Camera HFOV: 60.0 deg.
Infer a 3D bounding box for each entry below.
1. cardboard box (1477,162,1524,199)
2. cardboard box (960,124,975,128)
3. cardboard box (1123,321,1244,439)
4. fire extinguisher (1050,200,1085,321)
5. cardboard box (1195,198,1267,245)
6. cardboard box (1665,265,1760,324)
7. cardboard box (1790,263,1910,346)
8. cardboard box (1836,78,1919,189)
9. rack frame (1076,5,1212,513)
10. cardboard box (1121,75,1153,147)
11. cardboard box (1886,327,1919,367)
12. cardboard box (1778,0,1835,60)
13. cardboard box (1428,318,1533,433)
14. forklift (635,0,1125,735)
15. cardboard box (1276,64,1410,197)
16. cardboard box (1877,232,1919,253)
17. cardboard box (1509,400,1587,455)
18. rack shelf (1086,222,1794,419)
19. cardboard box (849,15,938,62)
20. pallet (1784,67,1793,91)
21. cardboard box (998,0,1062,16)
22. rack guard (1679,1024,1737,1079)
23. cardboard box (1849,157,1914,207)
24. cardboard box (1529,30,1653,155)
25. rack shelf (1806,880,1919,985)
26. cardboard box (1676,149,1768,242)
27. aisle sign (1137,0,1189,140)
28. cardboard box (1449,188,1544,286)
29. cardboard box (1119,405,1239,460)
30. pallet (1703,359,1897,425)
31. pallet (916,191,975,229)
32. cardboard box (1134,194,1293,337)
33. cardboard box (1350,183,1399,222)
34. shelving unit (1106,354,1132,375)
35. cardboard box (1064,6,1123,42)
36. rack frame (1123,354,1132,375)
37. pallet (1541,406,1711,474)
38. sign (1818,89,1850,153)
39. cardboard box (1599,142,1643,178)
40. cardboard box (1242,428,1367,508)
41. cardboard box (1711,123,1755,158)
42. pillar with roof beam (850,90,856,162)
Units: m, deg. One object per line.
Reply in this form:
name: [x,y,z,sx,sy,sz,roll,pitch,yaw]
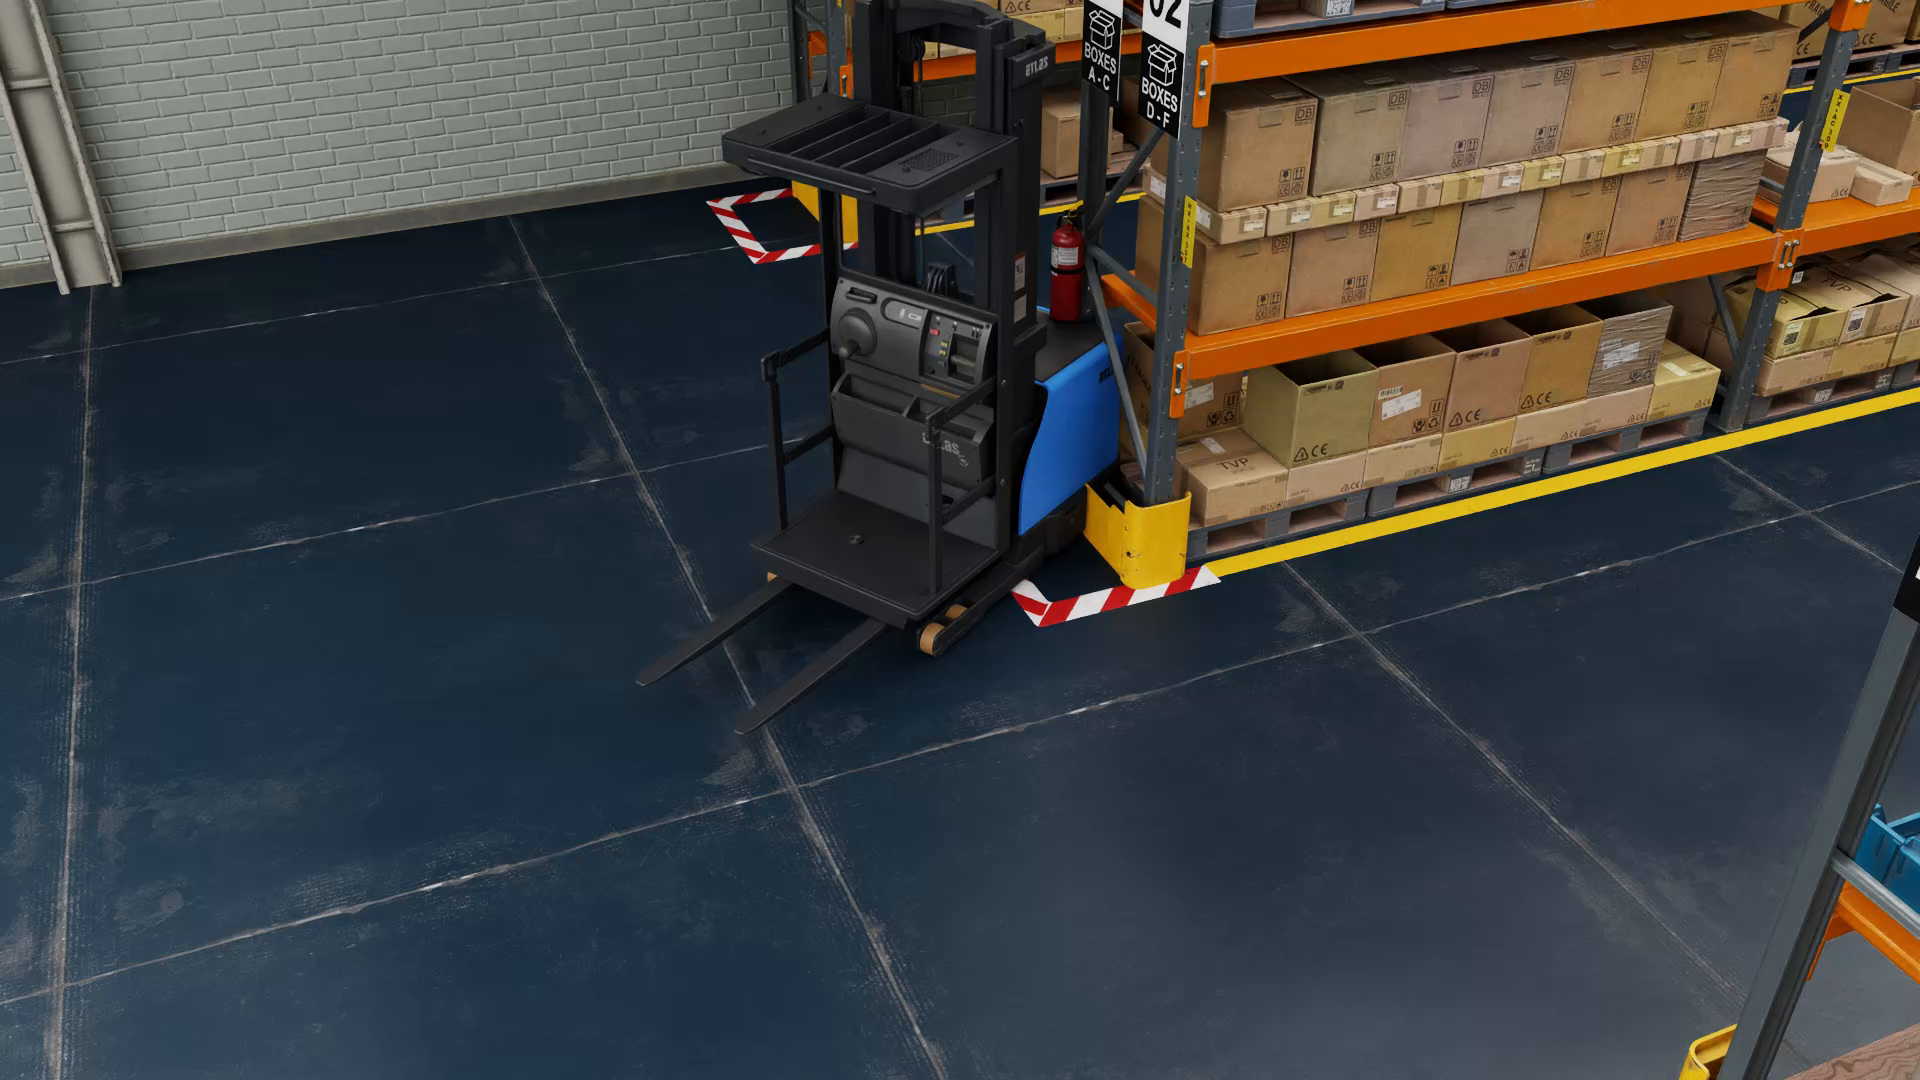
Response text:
cardboard box: [2.719,-1.933,8.702,0.250,0.149,0.380,-13,35,-18]
cardboard box: [0.134,-3.089,13.227,0.500,0.311,0.500,-10,34,-15]
cardboard box: [1.236,-0.921,9.281,0.500,0.500,0.500,-13,35,-19]
fire extinguisher: [0.568,-1.496,8.788,0.183,0.674,0.296,-13,35,-19]
cardboard box: [1.302,-1.609,8.203,0.250,0.149,0.380,-13,35,-19]
cardboard box: [4.807,-1.653,10.580,0.500,0.311,0.500,-13,35,-19]
cardboard box: [5.486,-1.488,10.327,0.500,0.311,0.500,-13,35,-19]
cardboard box: [5.745,-2.472,10.125,0.500,0.500,0.500,-10,34,-16]
rack frame: [0.856,-1.320,8.447,0.127,3.000,1.000,-13,35,-19]
cardboard box: [1.682,-3.552,13.766,0.500,0.500,0.500,-16,36,-22]
cardboard box: [5.961,-1.367,10.654,0.500,0.250,0.500,-14,36,-20]
cardboard box: [7.851,-5.045,15.758,0.750,0.750,0.750,-13,35,-19]
cardboard box: [2.821,-0.975,9.364,0.500,0.500,0.500,-13,35,-19]
forklift: [-0.365,-0.950,7.940,1.130,2.935,3.031,21,39,29]
cardboard box: [1.823,-2.123,8.399,0.500,0.500,0.700,-14,36,-20]
cardboard box: [6.210,-1.974,11.074,0.500,0.311,0.500,-13,35,-20]
cardboard box: [3.281,-0.767,9.732,0.500,0.250,0.500,-13,35,-19]
rack shelf: [2.700,-1.441,9.292,4.000,0.370,1.077,-13,35,-19]
cardboard box: [-0.492,-3.699,12.222,0.500,0.250,0.500,-14,36,-20]
pallet: [7.068,-4.459,15.828,1.213,0.211,1.003,-13,35,-19]
cardboard box: [0.430,-4.225,12.343,0.500,0.500,0.500,-14,36,-20]
rack guard: [2.822,2.179,5.360,0.348,0.500,1.175,-13,35,-19]
cardboard box: [5.441,-2.144,9.943,0.250,0.149,0.380,-13,35,-19]
cardboard box: [3.210,-2.441,8.888,0.500,0.500,0.700,-13,35,-19]
rack shelf: [4.615,1.051,5.462,4.000,0.370,1.077,-13,35,-19]
cardboard box: [4.138,-2.110,9.568,0.500,0.500,0.700,-14,36,-20]
aisle sign: [0.914,-2.242,7.480,0.004,0.787,0.394,-13,35,-19]
cardboard box: [2.718,-1.783,9.065,0.500,0.500,0.700,-12,35,-18]
cardboard box: [1.237,-0.606,9.484,0.500,0.250,0.500,-13,35,-19]
pallet: [5.209,-1.171,10.774,1.213,0.211,1.003,-13,35,-19]
pallet: [-0.232,-2.811,13.295,1.213,0.211,1.003,-13,35,-19]
cardboard box: [1.292,-1.454,8.561,0.500,0.500,0.700,-13,35,-19]
cardboard box: [2.008,-1.770,8.451,0.250,0.149,0.380,-13,35,-20]
shelving unit: [0.648,-0.691,9.190,0.210,0.900,0.258,-19,51,-41]
cardboard box: [0.920,-4.026,12.725,0.500,0.250,0.500,-13,35,-19]
rack frame: [0.720,-0.717,9.257,0.006,0.900,0.240,-19,51,-41]
pallet: [3.795,-0.849,10.279,1.213,0.211,1.003,-13,35,-19]
sign: [4.761,-2.282,9.058,0.005,0.325,0.100,-13,35,-19]
cardboard box: [3.438,-2.099,8.958,0.250,0.149,0.380,-13,35,-19]
cardboard box: [1.897,-0.453,9.249,0.500,0.250,0.500,-13,35,-19]
cardboard box: [4.148,-2.262,9.208,0.250,0.149,0.380,-14,35,-20]
pillar with roof beam: [0.912,-4.743,8.206,0.400,9.000,9.100,-13,35,-19]
